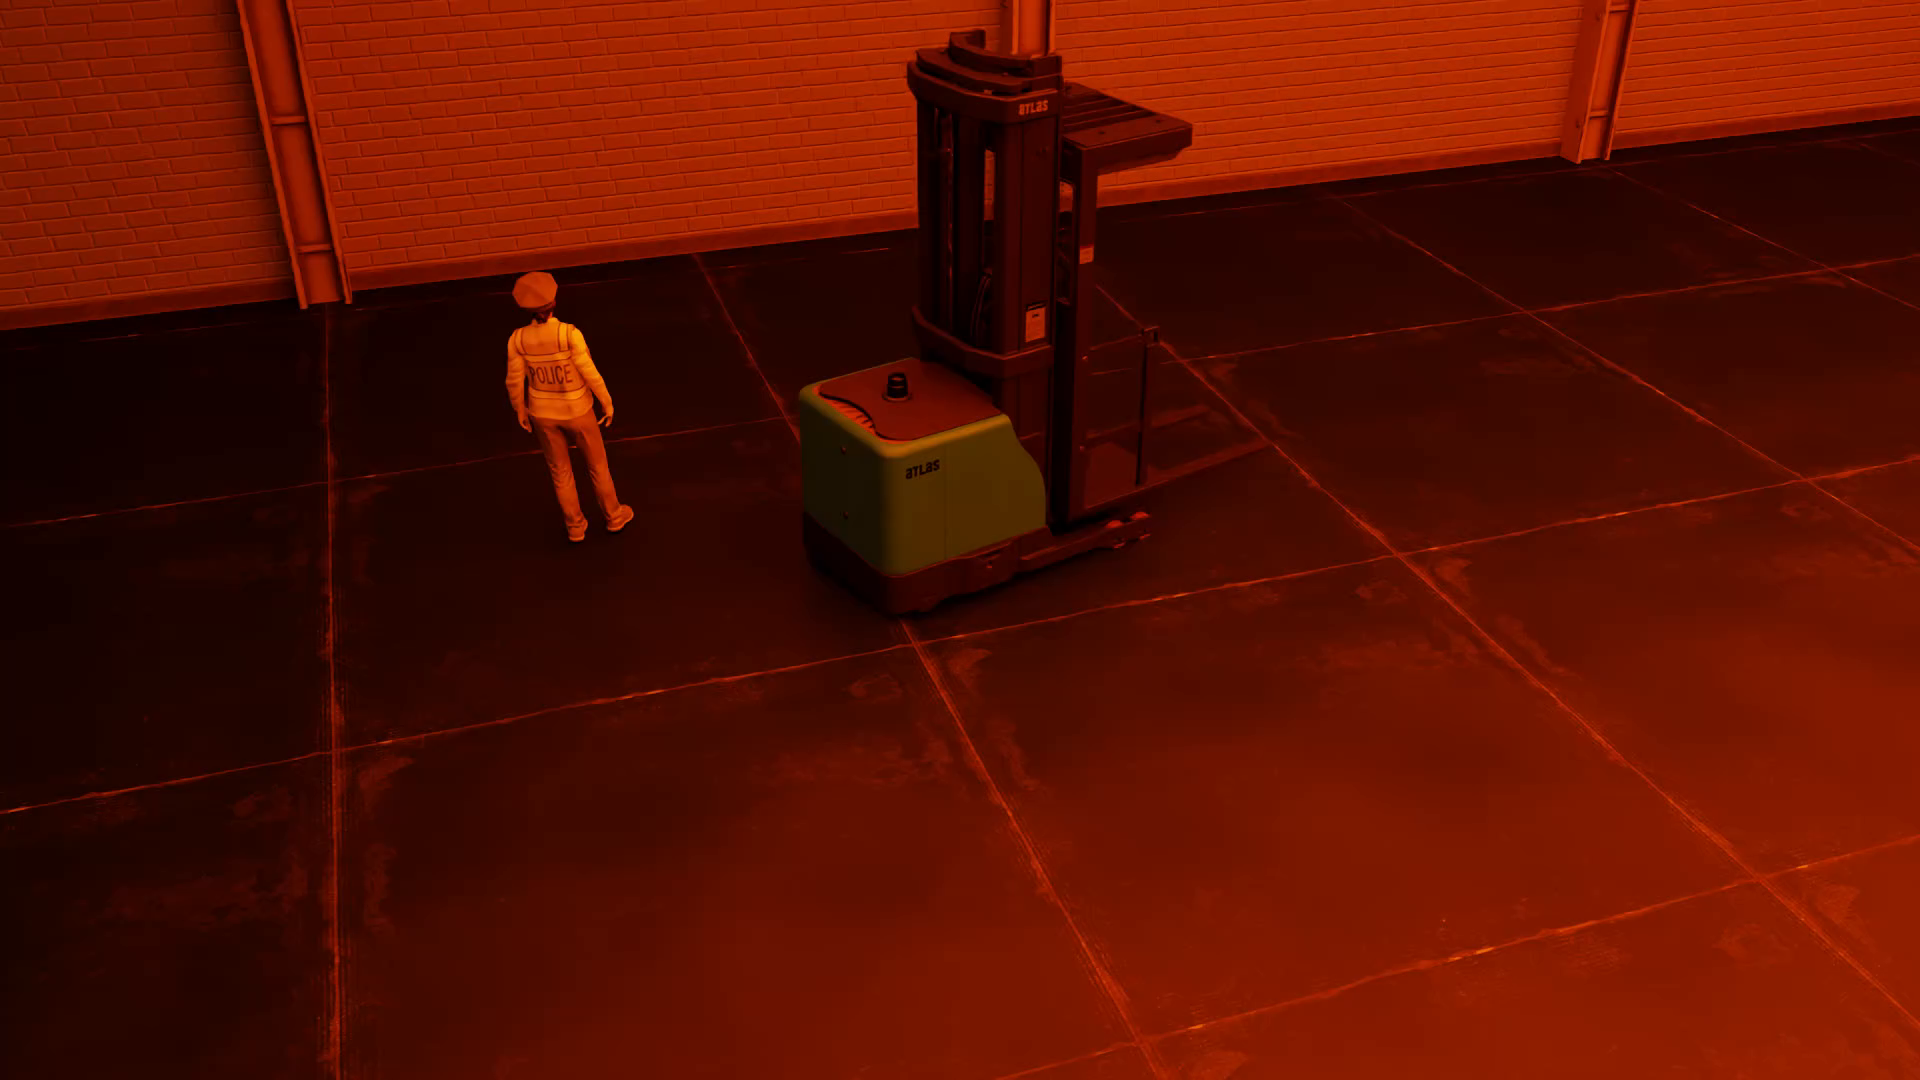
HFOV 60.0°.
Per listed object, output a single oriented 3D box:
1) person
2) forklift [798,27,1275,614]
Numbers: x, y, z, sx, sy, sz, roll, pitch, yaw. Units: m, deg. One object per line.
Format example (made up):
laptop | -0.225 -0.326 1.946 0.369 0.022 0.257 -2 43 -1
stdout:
person | -2.302 -0.780 9.669 0.581 1.696 0.532 0 30 0
forklift | 0.580 -1.419 9.553 3.031 2.935 1.130 -19 35 -29
